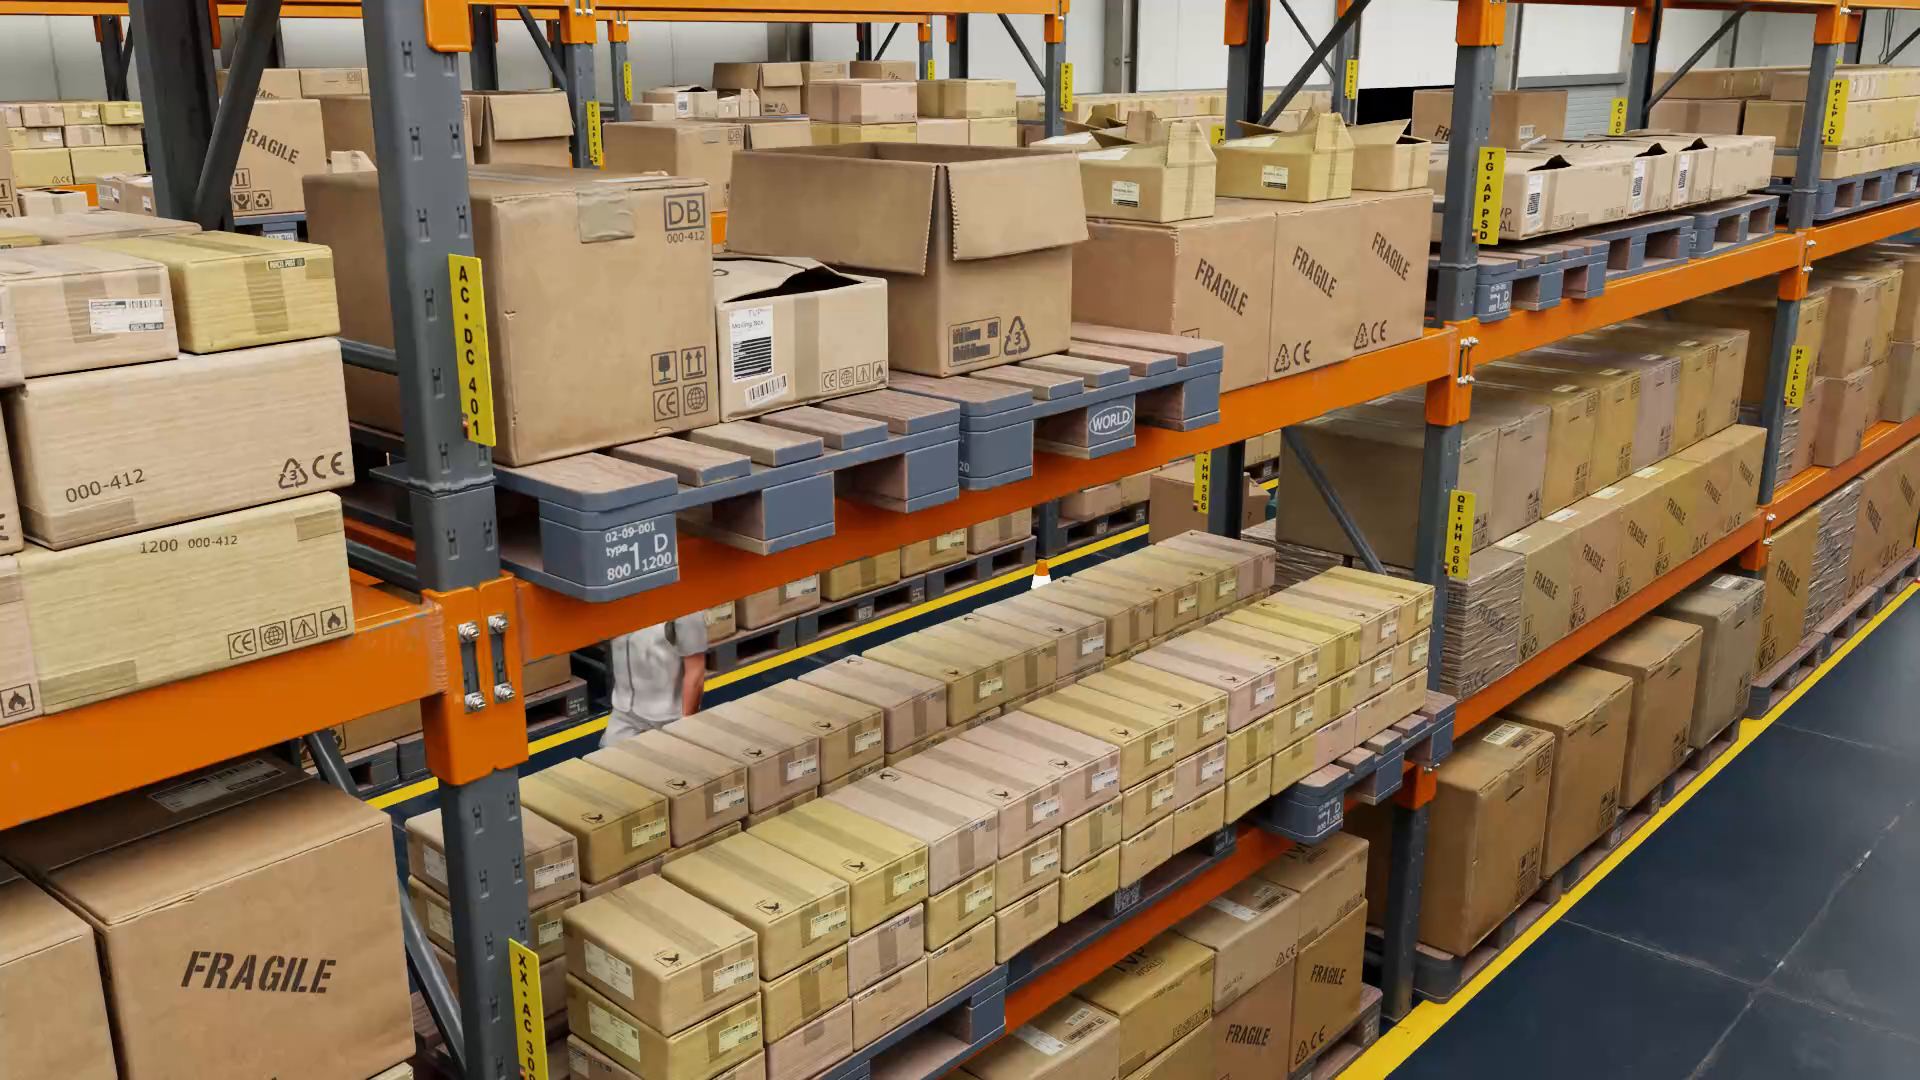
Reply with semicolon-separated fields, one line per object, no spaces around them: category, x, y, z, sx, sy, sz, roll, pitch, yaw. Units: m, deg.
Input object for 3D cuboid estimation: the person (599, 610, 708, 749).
person;-1.337;0.766;7.463;0.566;1.746;1.020;10;19;29
